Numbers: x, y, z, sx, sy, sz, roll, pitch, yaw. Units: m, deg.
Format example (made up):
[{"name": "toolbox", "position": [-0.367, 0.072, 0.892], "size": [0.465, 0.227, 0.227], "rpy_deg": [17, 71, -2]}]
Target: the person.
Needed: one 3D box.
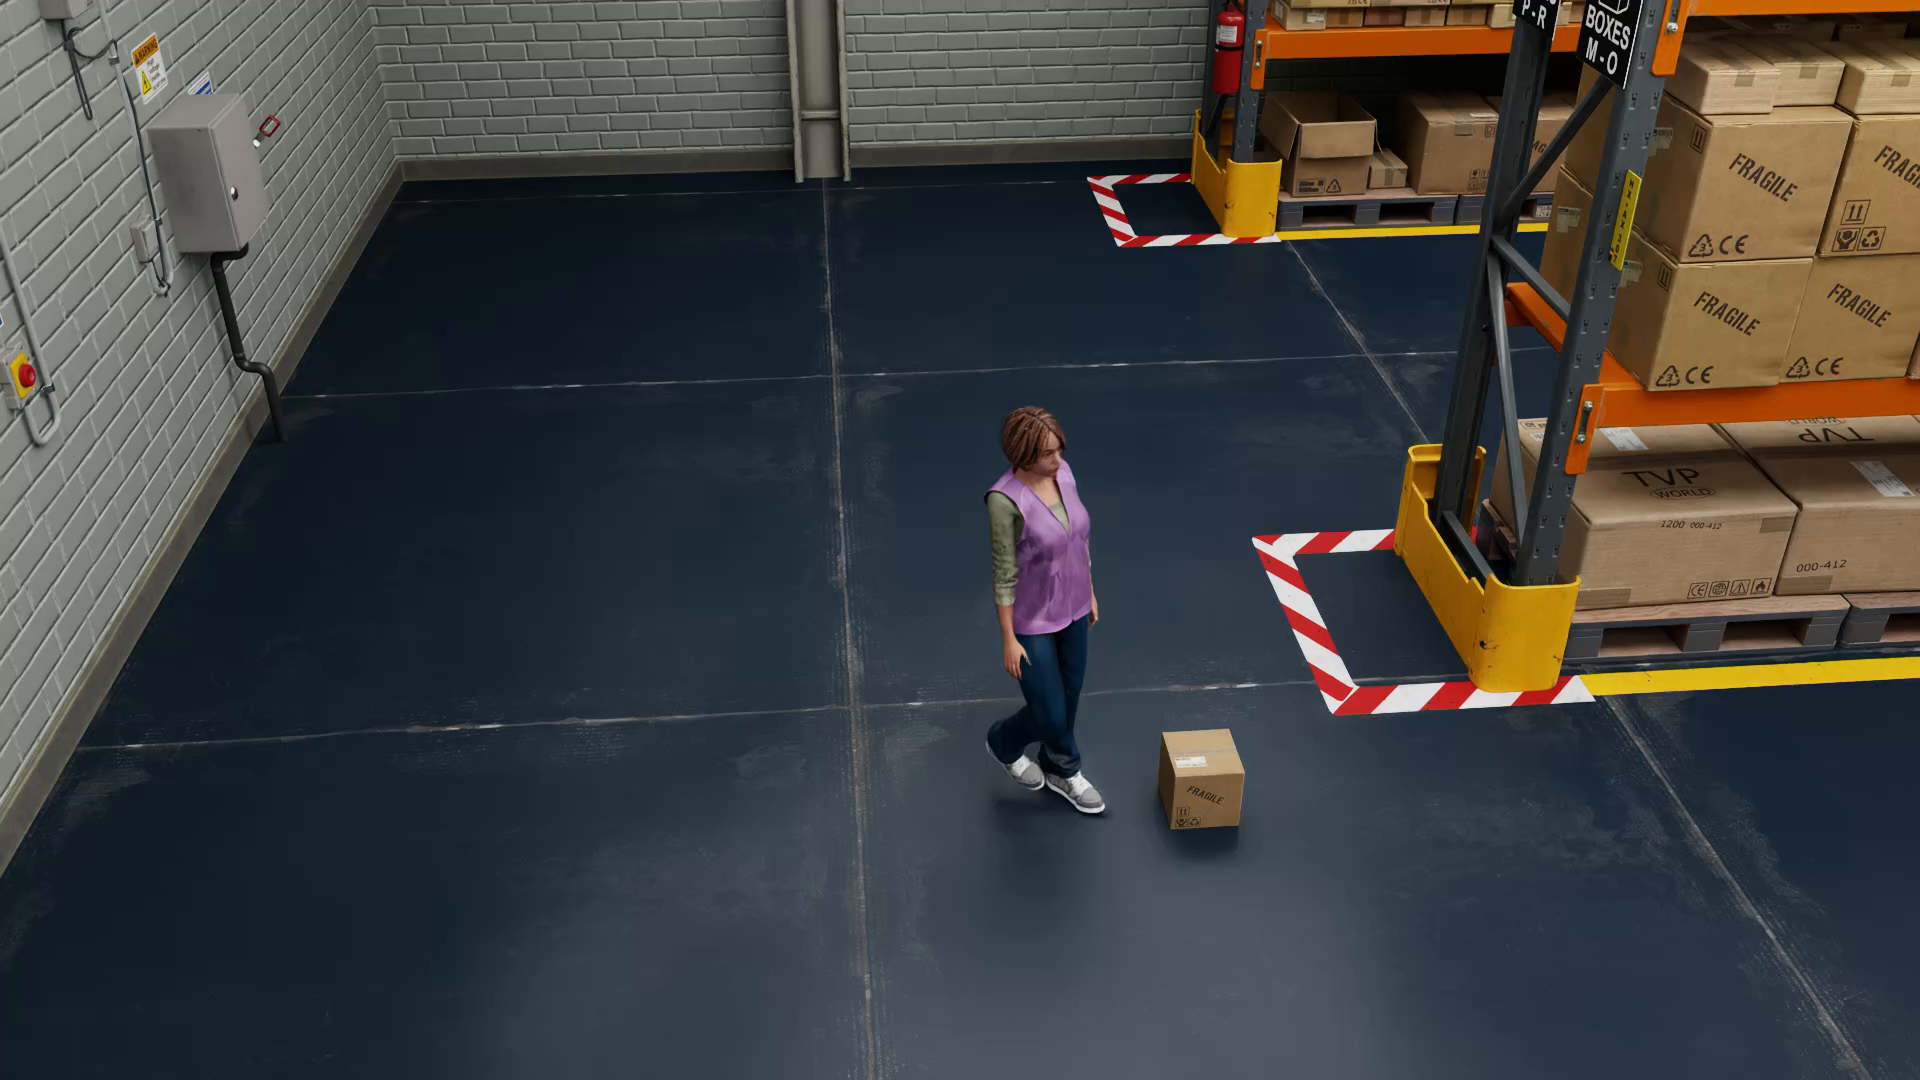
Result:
[{"name": "person", "position": [0.303, 0.275, 5.700], "size": [0.445, 1.583, 0.453], "rpy_deg": [25, 39, 35]}]
